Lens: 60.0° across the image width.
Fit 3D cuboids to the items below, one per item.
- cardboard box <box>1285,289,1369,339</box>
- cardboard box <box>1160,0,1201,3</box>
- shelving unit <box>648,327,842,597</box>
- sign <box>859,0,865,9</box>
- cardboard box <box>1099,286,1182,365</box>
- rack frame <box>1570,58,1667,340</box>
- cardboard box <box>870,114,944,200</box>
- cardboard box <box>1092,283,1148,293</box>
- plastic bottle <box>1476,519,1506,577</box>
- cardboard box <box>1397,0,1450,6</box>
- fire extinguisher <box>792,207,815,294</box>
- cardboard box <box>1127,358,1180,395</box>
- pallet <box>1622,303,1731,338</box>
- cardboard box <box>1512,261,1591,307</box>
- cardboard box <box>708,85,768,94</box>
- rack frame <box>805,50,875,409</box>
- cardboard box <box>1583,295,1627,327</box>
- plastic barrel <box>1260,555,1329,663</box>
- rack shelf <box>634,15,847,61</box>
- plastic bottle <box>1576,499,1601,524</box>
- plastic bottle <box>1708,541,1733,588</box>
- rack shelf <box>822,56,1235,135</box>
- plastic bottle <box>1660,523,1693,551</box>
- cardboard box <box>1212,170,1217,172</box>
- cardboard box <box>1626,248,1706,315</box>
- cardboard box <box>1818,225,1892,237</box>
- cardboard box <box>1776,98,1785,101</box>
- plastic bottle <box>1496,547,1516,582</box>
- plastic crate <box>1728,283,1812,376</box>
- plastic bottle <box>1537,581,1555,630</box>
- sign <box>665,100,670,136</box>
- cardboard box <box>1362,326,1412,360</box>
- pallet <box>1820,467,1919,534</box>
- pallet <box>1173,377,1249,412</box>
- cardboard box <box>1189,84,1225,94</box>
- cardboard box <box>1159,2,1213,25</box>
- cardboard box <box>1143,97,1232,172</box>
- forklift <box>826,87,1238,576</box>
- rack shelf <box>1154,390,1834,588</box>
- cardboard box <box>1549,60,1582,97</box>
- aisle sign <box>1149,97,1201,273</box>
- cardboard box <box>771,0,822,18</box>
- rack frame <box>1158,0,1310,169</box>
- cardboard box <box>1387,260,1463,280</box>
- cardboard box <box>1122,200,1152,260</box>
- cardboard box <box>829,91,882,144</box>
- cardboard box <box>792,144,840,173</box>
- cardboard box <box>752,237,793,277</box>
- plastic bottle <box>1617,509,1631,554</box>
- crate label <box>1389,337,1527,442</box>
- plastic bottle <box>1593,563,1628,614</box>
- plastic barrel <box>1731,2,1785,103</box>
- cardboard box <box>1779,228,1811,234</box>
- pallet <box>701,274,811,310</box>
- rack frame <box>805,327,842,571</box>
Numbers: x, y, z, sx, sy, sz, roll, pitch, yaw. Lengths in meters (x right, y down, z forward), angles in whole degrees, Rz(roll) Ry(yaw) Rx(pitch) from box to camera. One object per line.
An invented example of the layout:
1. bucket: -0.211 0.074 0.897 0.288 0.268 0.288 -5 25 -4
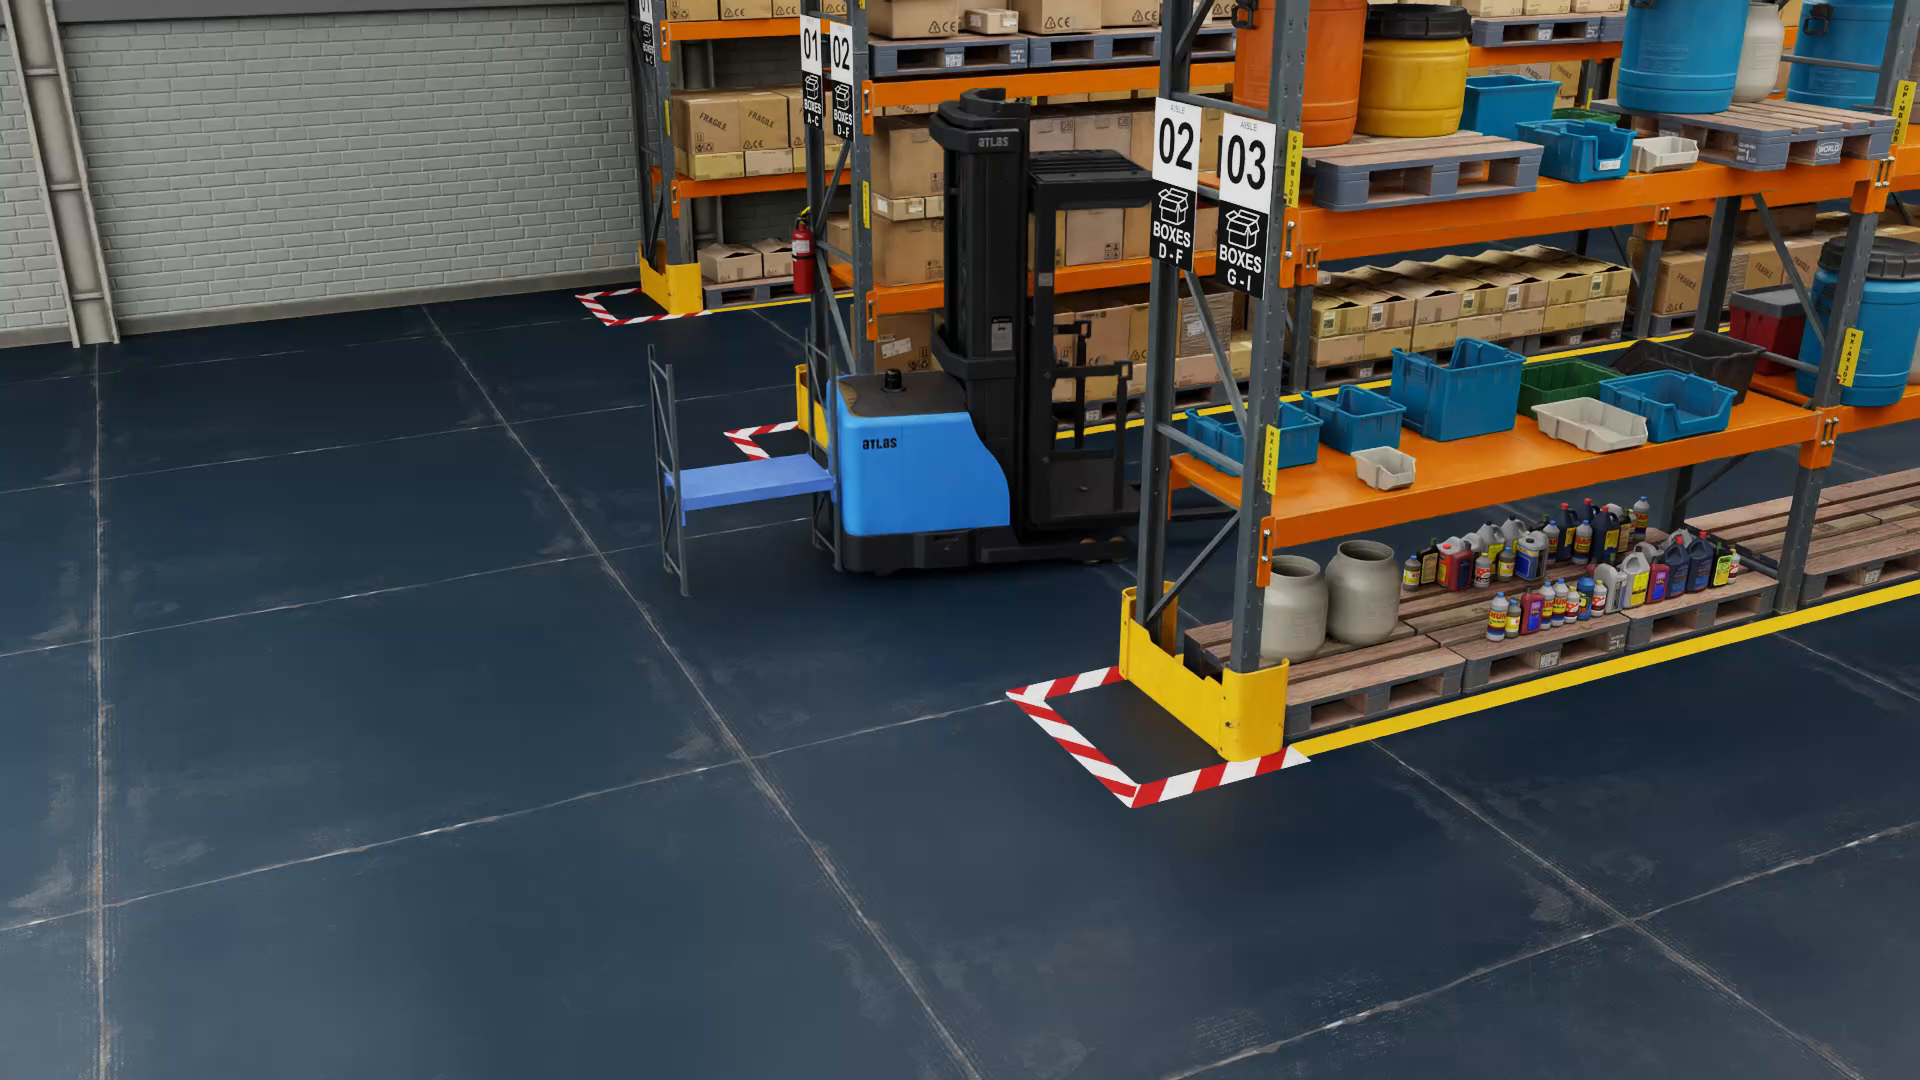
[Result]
1. cardboard box: 3.180 -1.979 14.421 0.500 0.311 0.500 -10 25 -23
2. cardboard box: 1.644 -4.334 13.262 0.500 0.311 0.500 -12 25 -26
3. shelving unit: -1.344 -0.503 10.505 1.048 1.500 0.538 -9 24 -21
4. sign: -0.670 -3.784 11.301 0.005 0.325 0.100 -10 25 -24
5. cardboard box: 1.472 -1.768 13.664 0.500 0.500 0.500 -10 25 -24
6. rack frame: 6.303 -3.477 15.727 0.127 3.000 1.000 -10 25 -24
7. cardboard box: -0.431 -2.877 12.452 0.500 0.500 0.700 -10 25 -23
8. cardboard box: 1.245 -1.948 14.100 0.500 0.500 0.500 -10 25 -24
9. plastic bottle: 3.216 0.039 10.123 0.185 0.351 0.144 -9 24 -21
10. cardboard box: 3.752 -4.515 13.960 0.500 0.250 0.500 -13 26 -29
11. fire extinguisher: -1.213 -2.254 12.875 0.183 0.674 0.296 -10 25 -24
12. cardboard box: 1.477 -1.417 13.797 0.500 0.250 0.500 -10 25 -24
13. pallet: 6.992 -2.299 16.528 1.213 0.211 1.003 -10 25 -24
14. cardboard box: 5.473 -2.399 15.437 0.500 0.311 0.500 -11 25 -24
15. cardboard box: -2.267 -4.374 17.085 0.500 0.500 0.500 -10 25 -23
16. rack frame: -0.905 -2.150 12.521 0.127 3.000 1.000 -10 25 -24
17. cardboard box: 5.935 -2.229 15.759 0.500 0.250 0.500 -10 24 -22
18. plastic barrel: 1.800 0.378 9.119 0.421 0.512 0.421 0 22 0
19. rack shelf: -1.255 -5.241 17.009 4.000 0.370 1.077 -10 25 -24
20. plastic bottle: 3.937 -0.094 10.443 0.185 0.351 0.144 -10 24 -22
21. plastic bottle: 4.554 0.140 9.967 0.133 0.283 0.061 -9 24 -21
22. rack shelf: 0.897 -3.535 12.886 4.000 0.370 1.077 -10 25 -24
23. plastic bottle: 4.326 0.072 10.043 0.185 0.351 0.144 -10 25 -24
24. cardboard box: 2.088 -2.955 13.489 0.250 0.149 0.380 -11 25 -25
25. cardboard box: 6.837 -2.502 16.065 0.500 0.500 0.500 -9 24 -21
26. cardboard box: 9.138 -2.929 17.096 0.500 0.500 0.500 -10 25 -23
27. cardboard box: 8.342 -4.066 16.471 0.500 0.500 0.700 -18 29 -37
28. plastic bottle: 3.308 0.142 10.068 0.097 0.201 0.097 0 22 0
29. plastic crate: 5.148 -1.321 10.435 0.583 0.464 0.402 -10 25 -24
30. plastic bottle: 3.317 0.365 9.438 0.097 0.271 0.097 0 22 0
31. sign: -2.821 -4.069 16.027 0.005 0.325 0.100 -10 25 -24
32. cardboard box: 3.631 -1.803 14.729 0.500 0.250 0.500 -10 24 -22
33. pallet: 6.636 -0.165 11.372 1.213 0.211 1.003 -10 25 -24
34. pallet: 1.964 -1.407 14.374 1.213 0.211 1.003 -10 25 -24
35. cardboard box: 2.619 -5.137 19.032 0.500 0.500 0.700 -10 25 -24
36. cardboard box: 1.731 -4.047 12.780 0.250 0.149 0.380 -10 25 -24
37. cardboard box: 1.847 -3.299 13.470 0.500 0.500 0.700 -10 25 -24
38. forklift: 0.667 -1.387 10.768 3.031 2.935 1.130 -4 23 -10
39. rack shelf: 3.042 -0.441 9.335 4.000 0.370 1.077 -10 25 -24
40. cardboard box: 7.449 -5.876 20.978 0.500 0.500 0.500 -11 25 -24
41. aisle sign: 1.046 -1.734 8.117 0.004 0.787 0.394 -10 25 -24
42. cardboard box: -1.682 -5.431 16.370 0.500 0.500 0.500 -9 24 -21
43. rack frame: 1.240 -3.214 7.248 0.127 3.000 1.000 -10 25 -24
44. cardboard box: 4.311 -2.414 15.473 0.500 0.311 0.500 -11 25 -24
45. cardboard box: 1.376 -2.612 13.507 0.500 0.500 0.700 -10 25 -23
46. cardboard box: -1.118 -4.370 17.075 0.500 0.500 0.500 -10 24 -22
47. cardboard box: -1.556 -3.941 17.019 0.500 0.250 0.500 -11 25 -24
48. cardboard box: -1.881 -2.995 17.505 0.500 0.311 0.500 -8 24 -19
49. plastic bottle: 4.134 -0.052 10.431 0.133 0.283 0.061 -10 25 -24
50. crate label: 2.781 -0.857 9.352 0.616 0.435 0.502 -10 25 -24
51. plastic bottle: 3.777 0.267 9.669 0.135 0.276 0.152 -10 24 -23
52. plastic barrel: 4.371 -2.733 9.314 0.421 0.512 0.421 0 22 0
53. cardboard box: 8.437 -3.020 17.316 0.500 0.500 0.500 -10 25 -23
54. pallet: -2.241 -2.703 17.504 1.213 0.211 1.003 -10 25 -24
55. rack frame: -0.877 -0.580 10.690 0.032 1.500 0.500 -9 24 -21
